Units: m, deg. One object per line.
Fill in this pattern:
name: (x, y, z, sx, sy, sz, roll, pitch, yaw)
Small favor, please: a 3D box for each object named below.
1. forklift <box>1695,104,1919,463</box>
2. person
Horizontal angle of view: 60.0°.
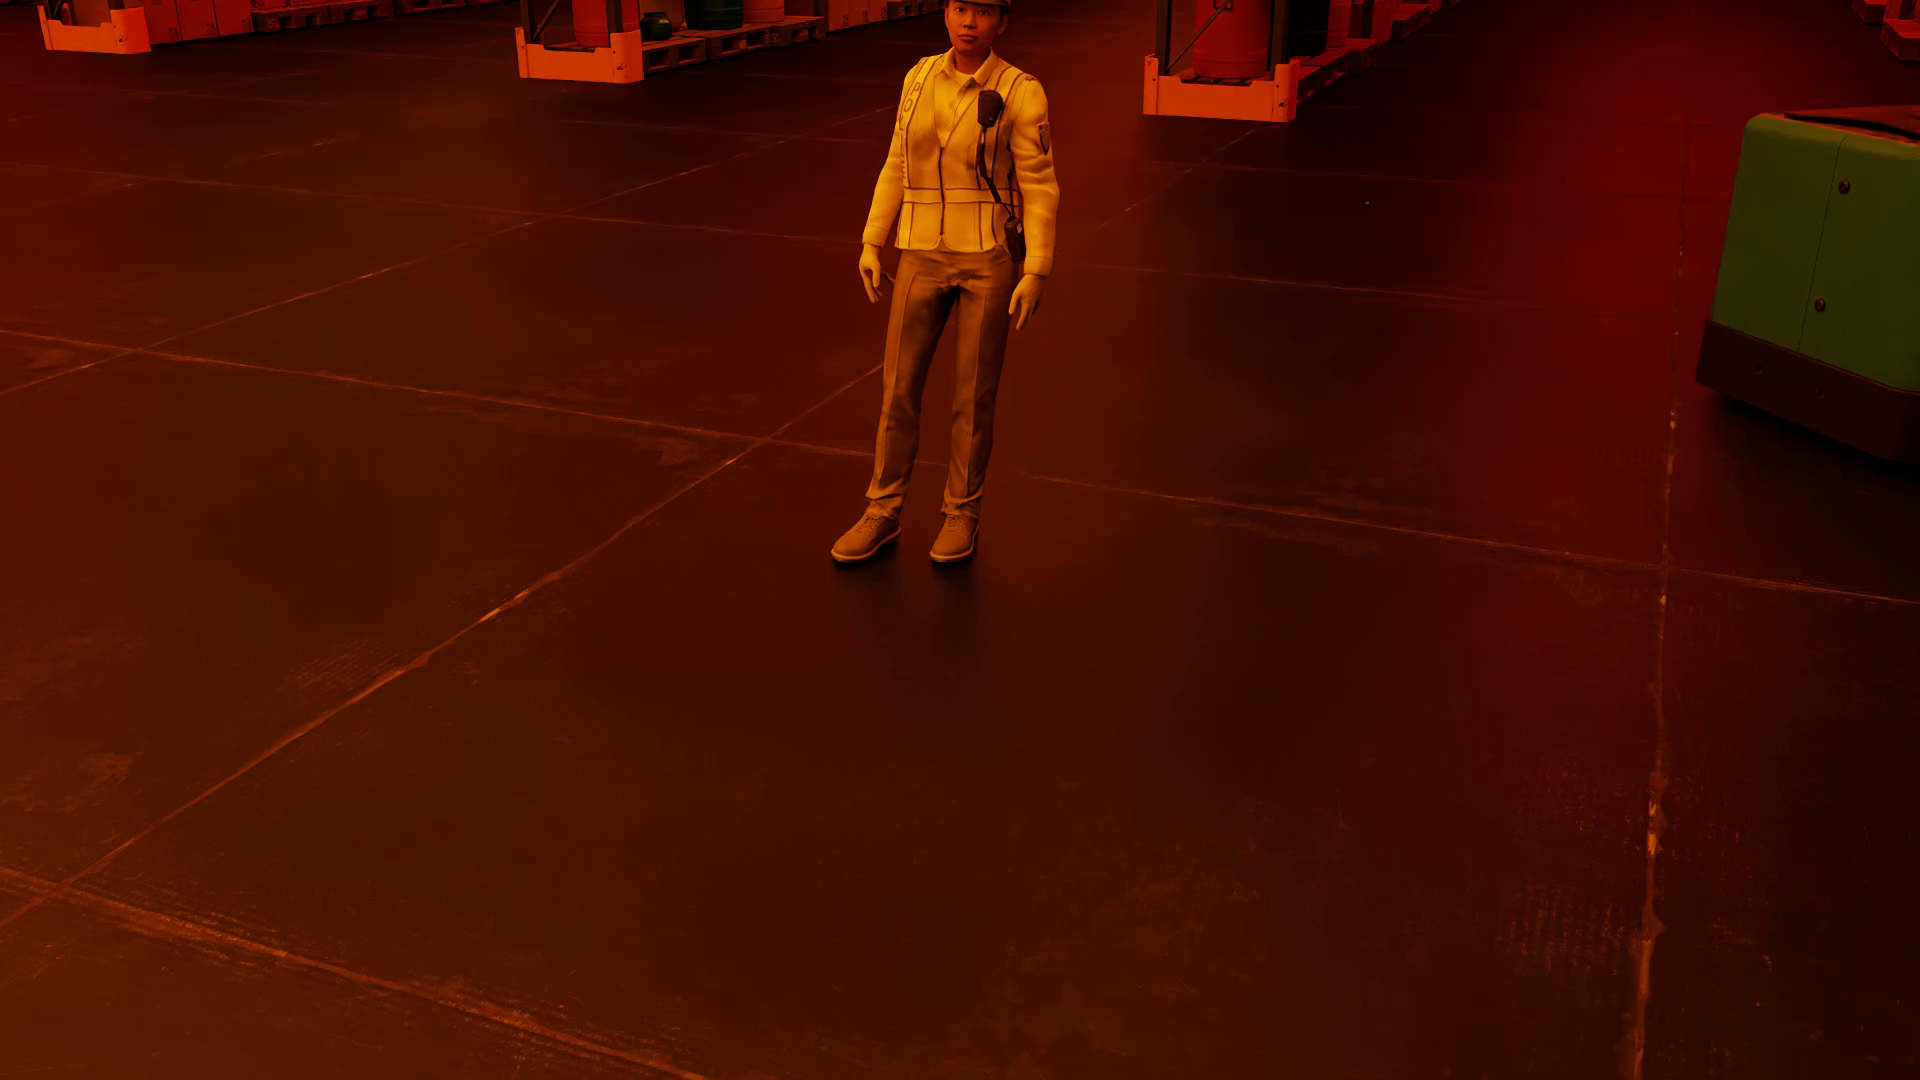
forklift: (4.389, -1.893, 5.822, 3.031, 2.935, 1.130, -7, 24, -16)
person: (-0.032, -0.765, 4.707, 0.587, 1.695, 0.531, 9, 24, 21)
